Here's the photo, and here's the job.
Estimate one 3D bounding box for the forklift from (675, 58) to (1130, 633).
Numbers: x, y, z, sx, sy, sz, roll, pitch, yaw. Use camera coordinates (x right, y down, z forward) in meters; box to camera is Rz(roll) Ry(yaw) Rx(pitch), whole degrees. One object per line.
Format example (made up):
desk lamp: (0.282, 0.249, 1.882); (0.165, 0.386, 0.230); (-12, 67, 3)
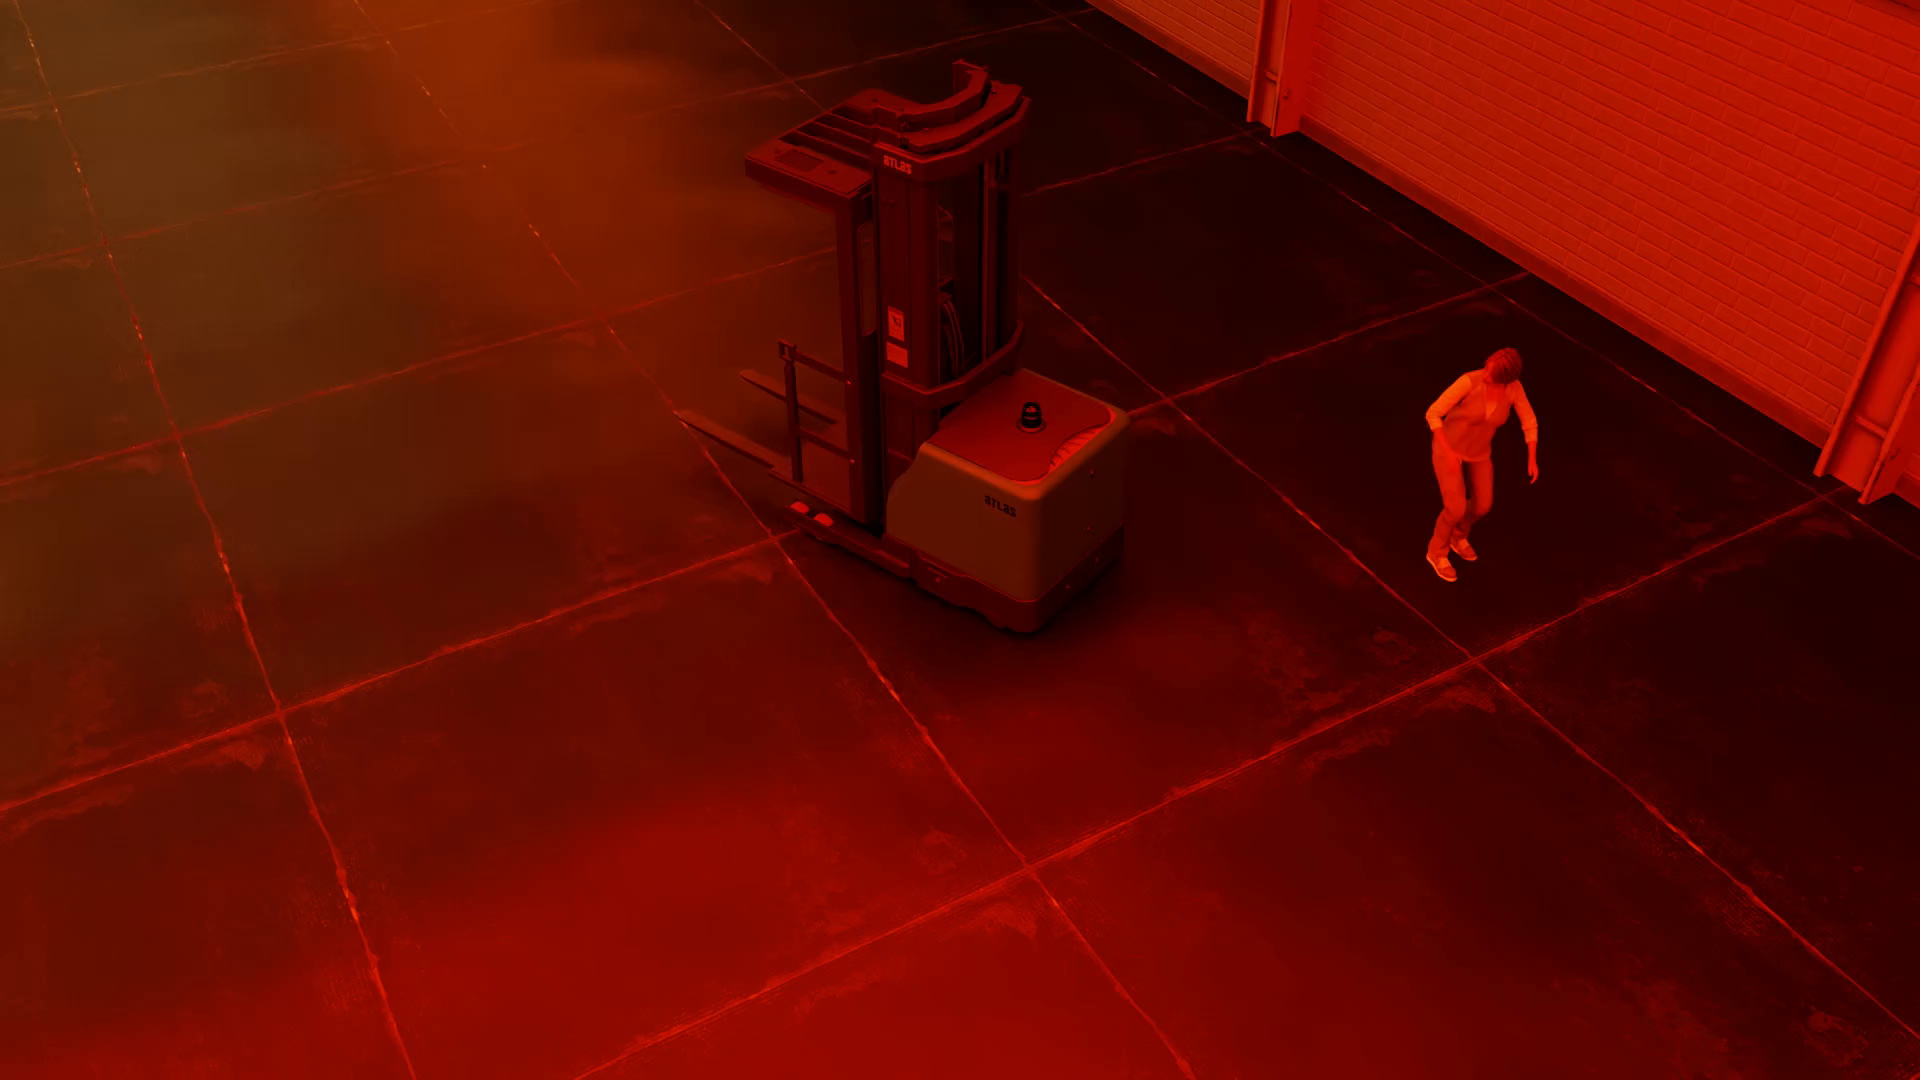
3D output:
forklift: (-0.481, -1.366, 9.683); (3.031, 2.935, 1.130); (26, 46, 28)

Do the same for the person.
person: (3.012, -0.467, 9.711); (0.656, 1.548, 0.484); (-7, 40, -9)
